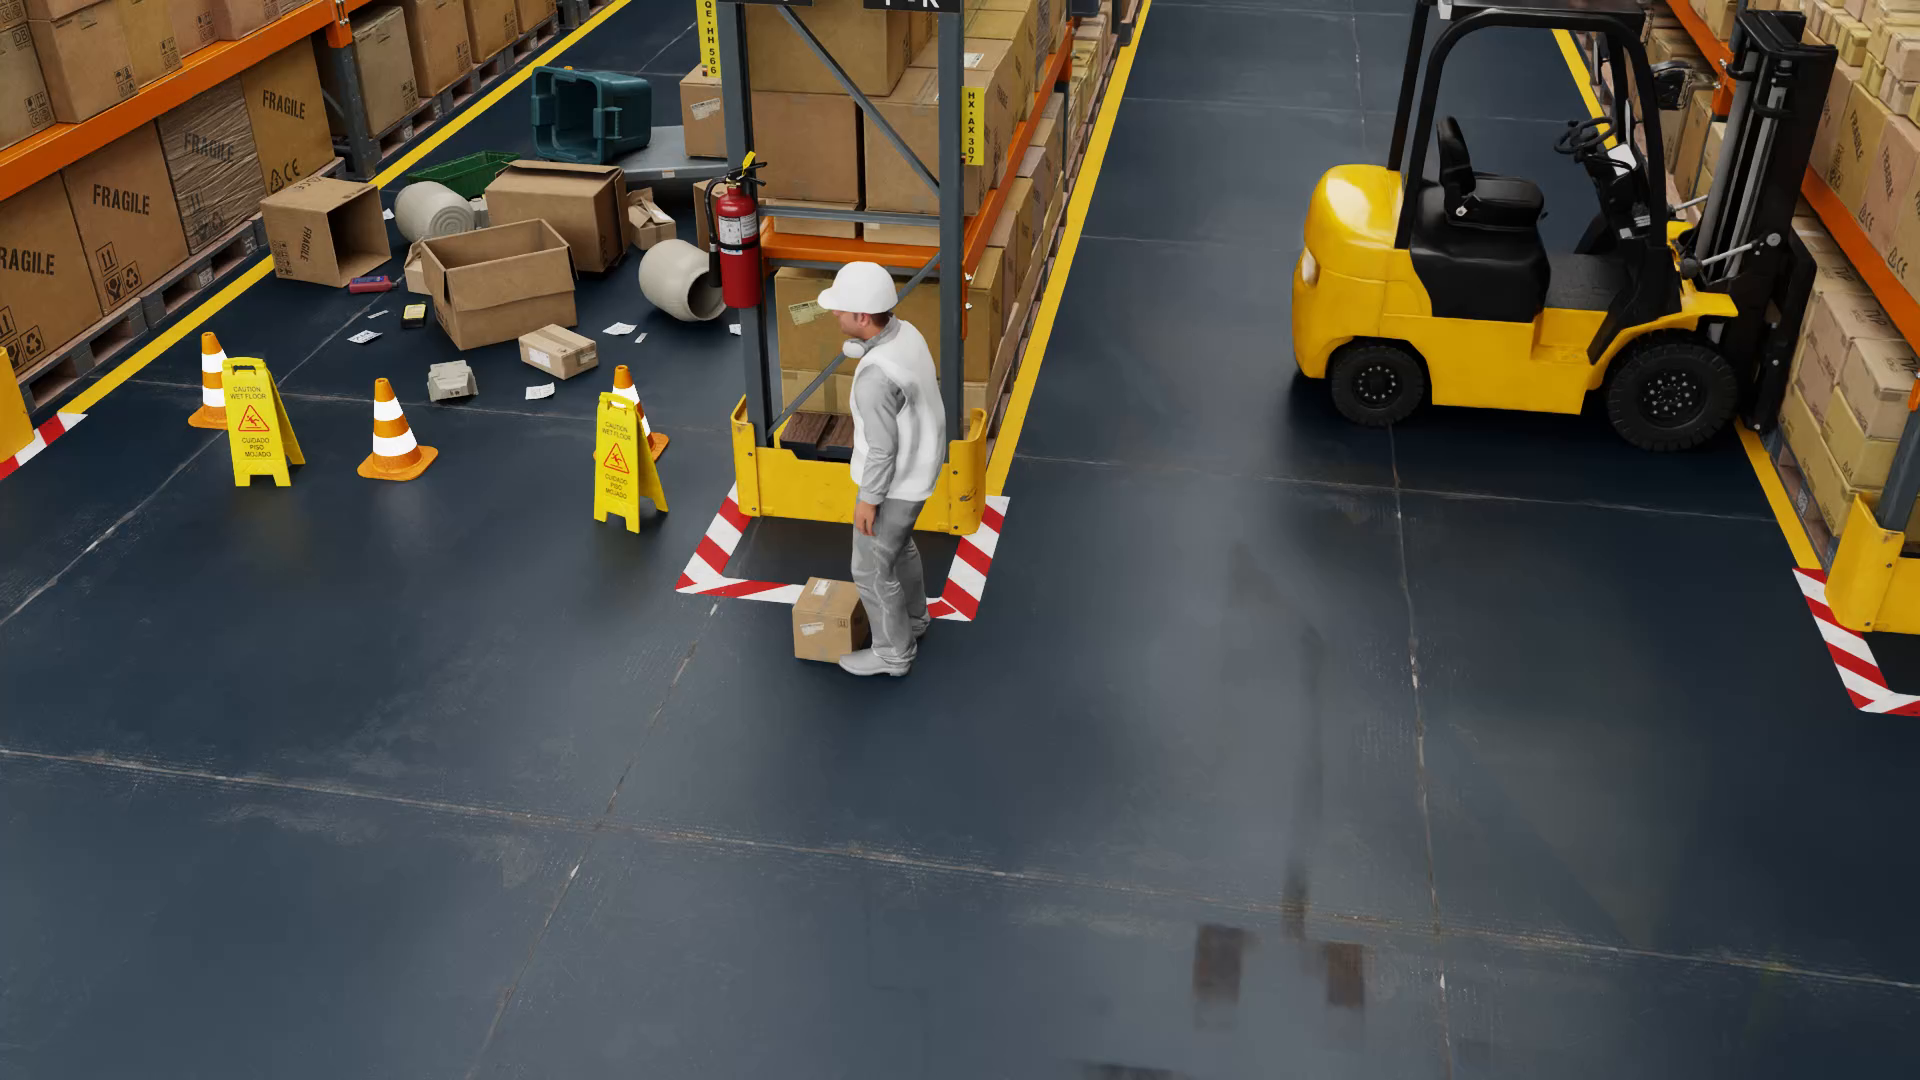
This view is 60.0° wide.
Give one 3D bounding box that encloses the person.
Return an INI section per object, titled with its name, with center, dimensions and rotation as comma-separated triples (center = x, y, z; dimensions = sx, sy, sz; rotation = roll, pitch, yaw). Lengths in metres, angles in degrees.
[person]
center = -0.289, -0.268, 6.539
dimensions = 0.465, 1.770, 0.590
rotation = 6, 33, 10
